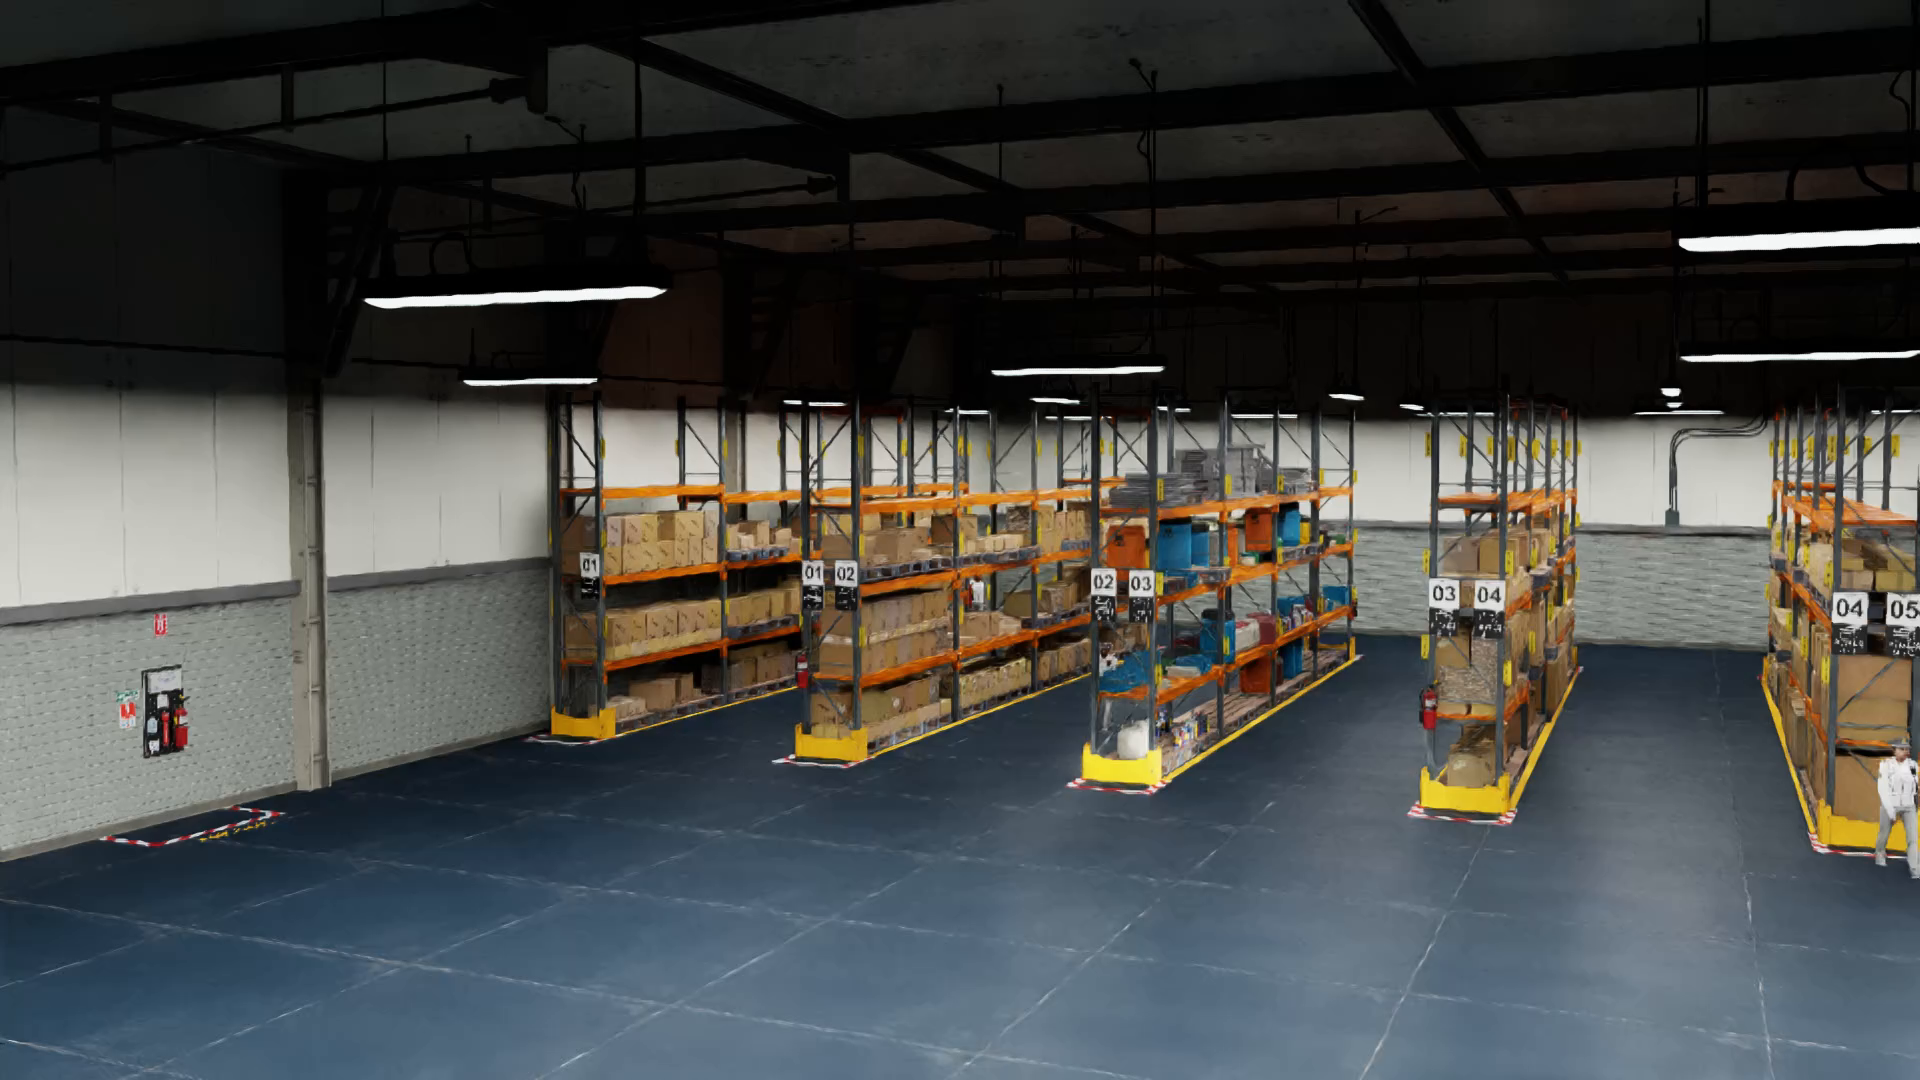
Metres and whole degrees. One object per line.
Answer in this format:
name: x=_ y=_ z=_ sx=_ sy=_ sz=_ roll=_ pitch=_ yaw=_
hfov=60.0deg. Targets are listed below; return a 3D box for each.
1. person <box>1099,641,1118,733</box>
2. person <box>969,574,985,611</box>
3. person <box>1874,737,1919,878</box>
person: x=2.570 y=2.566 z=29.401 sx=0.456 sy=1.589 sz=1.088 roll=2 pitch=4 yaw=26
person: x=0.431 y=1.663 z=44.446 sx=0.589 sy=1.771 sz=0.514 roll=-2 pitch=4 yaw=-32
person: x=11.009 y=3.094 z=19.515 sx=0.482 sy=1.622 sz=0.994 roll=1 pitch=3 yaw=15
